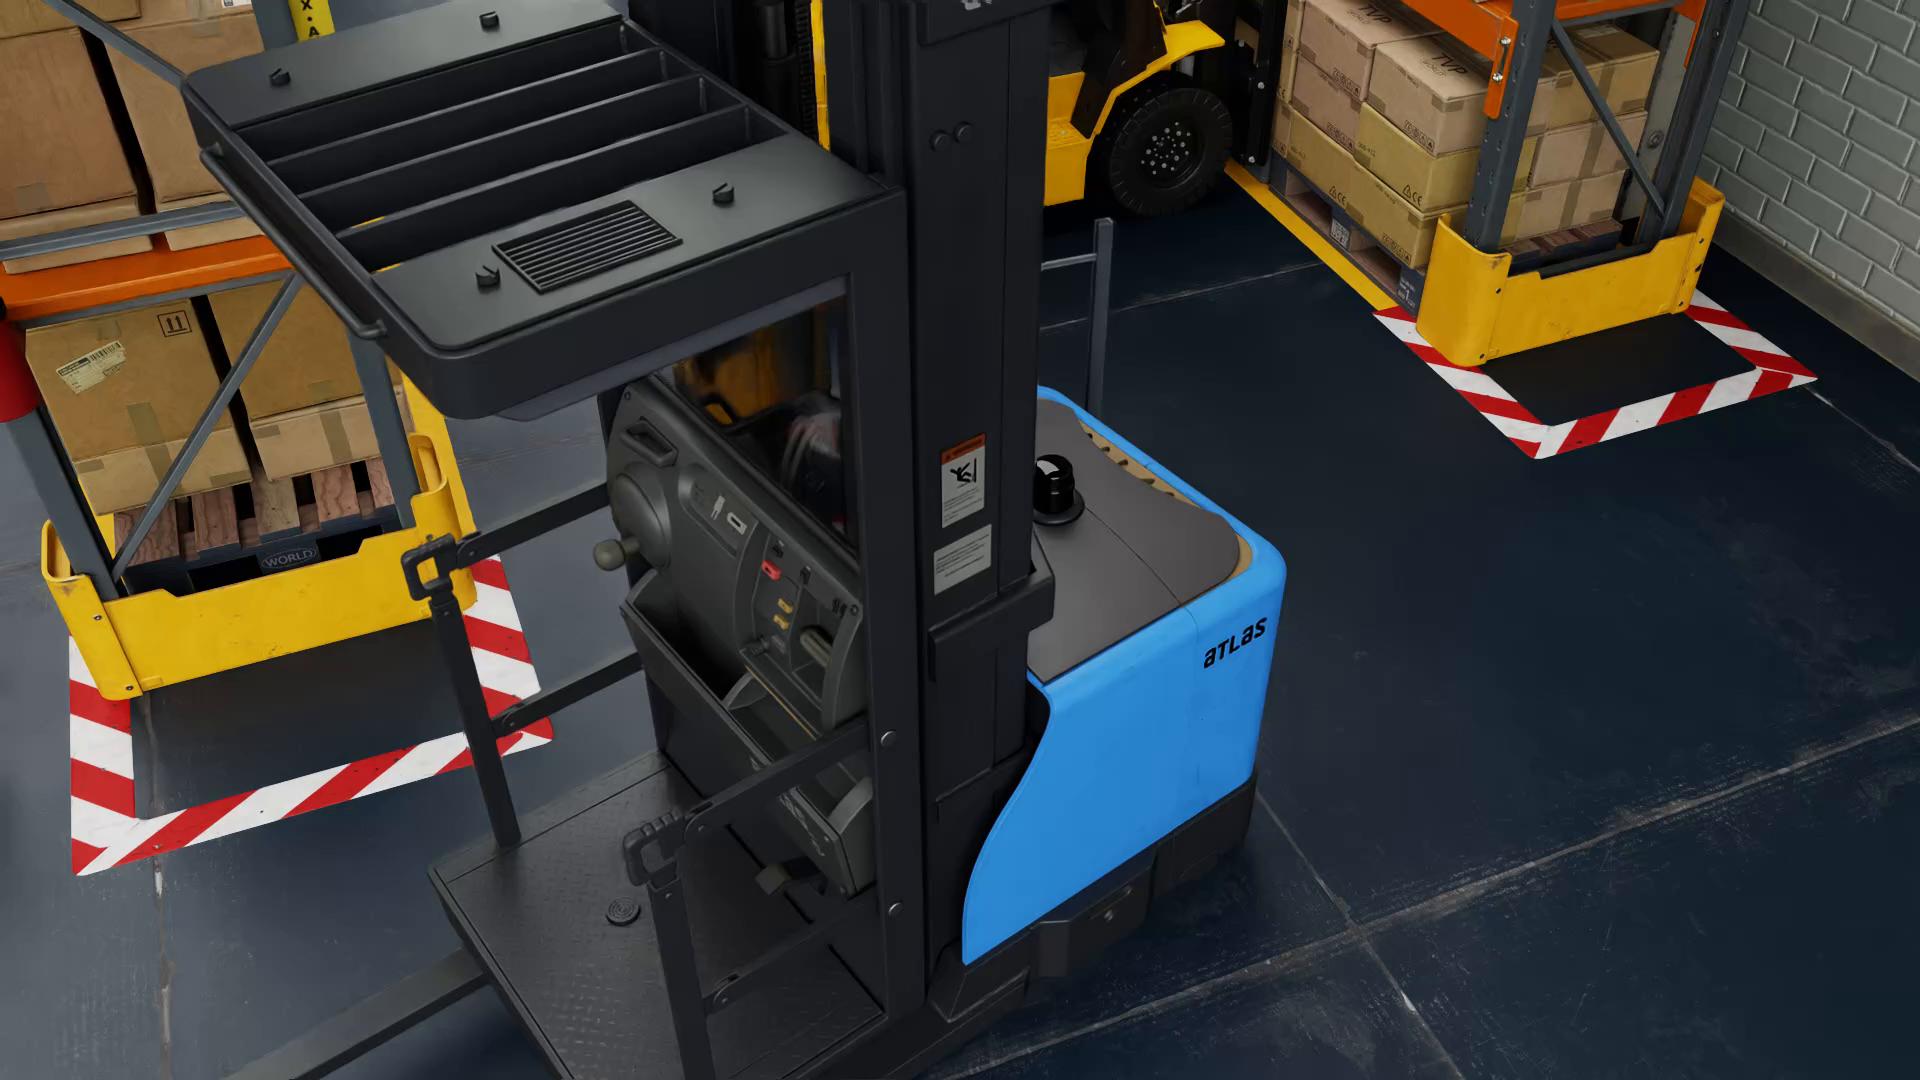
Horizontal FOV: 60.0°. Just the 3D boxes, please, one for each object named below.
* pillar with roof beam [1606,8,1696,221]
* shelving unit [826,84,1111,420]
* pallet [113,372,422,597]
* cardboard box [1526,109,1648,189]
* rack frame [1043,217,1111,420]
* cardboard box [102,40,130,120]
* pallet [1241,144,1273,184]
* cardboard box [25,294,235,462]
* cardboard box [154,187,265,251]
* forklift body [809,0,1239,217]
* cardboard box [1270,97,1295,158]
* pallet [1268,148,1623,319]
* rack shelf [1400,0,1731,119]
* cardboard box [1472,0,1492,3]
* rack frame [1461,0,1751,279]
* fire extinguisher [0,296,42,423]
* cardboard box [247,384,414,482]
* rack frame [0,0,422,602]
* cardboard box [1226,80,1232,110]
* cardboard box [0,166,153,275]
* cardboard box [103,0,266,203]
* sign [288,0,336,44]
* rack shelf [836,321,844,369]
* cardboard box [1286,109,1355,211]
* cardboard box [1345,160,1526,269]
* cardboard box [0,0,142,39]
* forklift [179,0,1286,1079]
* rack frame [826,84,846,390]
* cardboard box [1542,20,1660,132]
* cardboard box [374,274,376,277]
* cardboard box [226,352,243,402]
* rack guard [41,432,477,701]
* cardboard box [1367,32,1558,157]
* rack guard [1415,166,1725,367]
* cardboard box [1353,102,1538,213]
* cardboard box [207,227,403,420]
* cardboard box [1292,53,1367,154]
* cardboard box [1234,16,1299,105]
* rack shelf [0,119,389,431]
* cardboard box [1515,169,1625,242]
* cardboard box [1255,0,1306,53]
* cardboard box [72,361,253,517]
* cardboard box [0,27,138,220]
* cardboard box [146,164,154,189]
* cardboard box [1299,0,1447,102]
[{"bbox_3d":[-0.988,-3.914,3.399,9.100,9.000,0.400,-15,43,-17],"label":"pillar with roof beam"},{"bbox_3d":[-0.006,-0.554,5.244,0.587,1.500,1.083,-13,42,-14],"label":"shelving unit"},{"bbox_3d":[-2.468,-0.315,5.954,1.003,0.211,1.213,-15,43,-17],"label":"pallet"},{"bbox_3d":[2.436,-1.710,6.841,0.500,0.250,0.500,-14,43,-16],"label":"cardboard box"},{"bbox_3d":[0.162,-0.235,4.873,0.500,1.500,0.032,-13,42,-14],"label":"rack frame"},{"bbox_3d":[-2.811,-1.540,4.935,0.500,0.500,0.500,-15,43,-17],"label":"cardboard box"},{"bbox_3d":[1.629,-2.195,8.141,1.003,0.211,1.213,-15,43,-17],"label":"pallet"},{"bbox_3d":[-2.708,-0.647,5.413,0.500,0.500,0.500,-15,43,-17],"label":"cardboard box"},{"bbox_3d":[-2.100,-0.989,4.792,0.380,0.149,0.250,-15,43,-17],"label":"cardboard box"},{"bbox_3d":[0.012,-2.434,6.931,2.313,2.155,1.214,-15,43,-17],"label":"forklift body"},{"bbox_3d":[1.587,-1.995,7.556,0.500,0.250,0.500,-15,43,-16],"label":"cardboard box"},{"bbox_3d":[2.092,-1.462,7.288,1.003,0.211,1.213,-15,43,-17],"label":"pallet"},{"bbox_3d":[1.658,-3.001,7.491,1.077,0.370,4.000,-15,43,-17],"label":"rack shelf"},{"bbox_3d":[1.993,-2.338,6.091,0.500,0.500,0.500,-16,43,-18],"label":"cardboard box"},{"bbox_3d":[2.424,-2.069,5.855,1.000,3.000,0.127,-15,43,-17],"label":"rack frame"},{"bbox_3d":[-2.543,-0.615,4.224,0.296,0.674,0.183,-15,43,-17],"label":"fire extinguisher"},{"bbox_3d":[-2.214,-0.500,5.817,0.500,0.250,0.500,-15,43,-17],"label":"cardboard box"},{"bbox_3d":[-2.161,-0.828,4.412,1.000,3.000,0.127,-15,43,-17],"label":"rack frame"},{"bbox_3d":[1.368,-2.302,7.914,0.500,0.250,0.500,-14,43,-16],"label":"cardboard box"},{"bbox_3d":[-2.502,-0.905,4.694,0.380,0.149,0.250,-14,43,-15],"label":"cardboard box"},{"bbox_3d":[-2.086,-1.333,4.695,0.500,0.500,0.500,-16,43,-18],"label":"cardboard box"},{"bbox_3d":[-1.660,-1.292,4.288,0.100,0.325,0.005,-15,43,-17],"label":"sign"},{"bbox_3d":[-0.003,-0.412,5.355,0.538,0.185,1.000,-13,42,-14],"label":"rack shelf"},{"bbox_3d":[1.770,-1.692,7.203,0.500,0.250,0.500,-15,43,-17],"label":"cardboard box"},{"bbox_3d":[1.952,-1.390,6.852,0.500,0.250,0.500,-15,43,-17],"label":"cardboard box"},{"bbox_3d":[-2.558,-1.611,4.251,0.700,0.500,0.500,-16,43,-18],"label":"cardboard box"},{"bbox_3d":[-0.654,0.085,3.403,3.031,2.935,1.130,-27,48,-28],"label":"forklift"},{"bbox_3d":[-0.168,-0.862,5.602,0.500,1.500,0.032,-13,42,-14],"label":"rack frame"},{"bbox_3d":[2.415,-1.901,6.680,0.500,0.250,0.500,-16,43,-18],"label":"cardboard box"},{"bbox_3d":[-2.402,-0.809,6.177,0.500,0.250,0.500,-14,43,-15],"label":"cardboard box"},{"bbox_3d":[-2.910,-0.679,6.025,0.500,0.250,0.500,-15,43,-17],"label":"cardboard box"},{"bbox_3d":[-2.190,0.074,5.281,1.175,0.500,0.348,-15,43,-17],"label":"rack guard"},{"bbox_3d":[1.959,-1.764,6.521,0.500,0.250,0.500,-14,43,-15],"label":"cardboard box"},{"bbox_3d":[2.433,-1.106,6.653,1.175,0.500,0.348,-15,43,-17],"label":"rack guard"},{"bbox_3d":[1.949,-1.590,6.702,0.500,0.250,0.500,-16,43,-17],"label":"cardboard box"},{"bbox_3d":[-2.224,-0.798,5.589,0.500,0.500,0.500,-16,43,-18],"label":"cardboard box"},{"bbox_3d":[1.767,-1.895,7.056,0.500,0.250,0.500,-16,43,-17],"label":"cardboard box"},{"bbox_3d":[1.550,-2.201,7.412,0.500,0.250,0.500,-16,43,-18],"label":"cardboard box"},{"bbox_3d":[-2.926,-1.760,6.048,1.077,0.370,4.000,-15,43,-17],"label":"rack shelf"},{"bbox_3d":[2.416,-1.530,7.015,0.500,0.250,0.500,-15,43,-17],"label":"cardboard box"},{"bbox_3d":[1.556,-2.372,7.227,0.500,0.250,0.500,-15,43,-16],"label":"cardboard box"},{"bbox_3d":[-2.728,-0.379,5.677,0.500,0.250,0.500,-15,43,-17],"label":"cardboard box"},{"bbox_3d":[-2.623,-1.237,4.583,0.500,0.500,0.500,-16,43,-18],"label":"cardboard box"},{"bbox_3d":[-2.210,-1.138,4.965,0.380,0.149,0.250,-14,43,-16],"label":"cardboard box"},{"bbox_3d":[1.758,-2.070,6.877,0.500,0.250,0.500,-14,43,-16],"label":"cardboard box"}]
